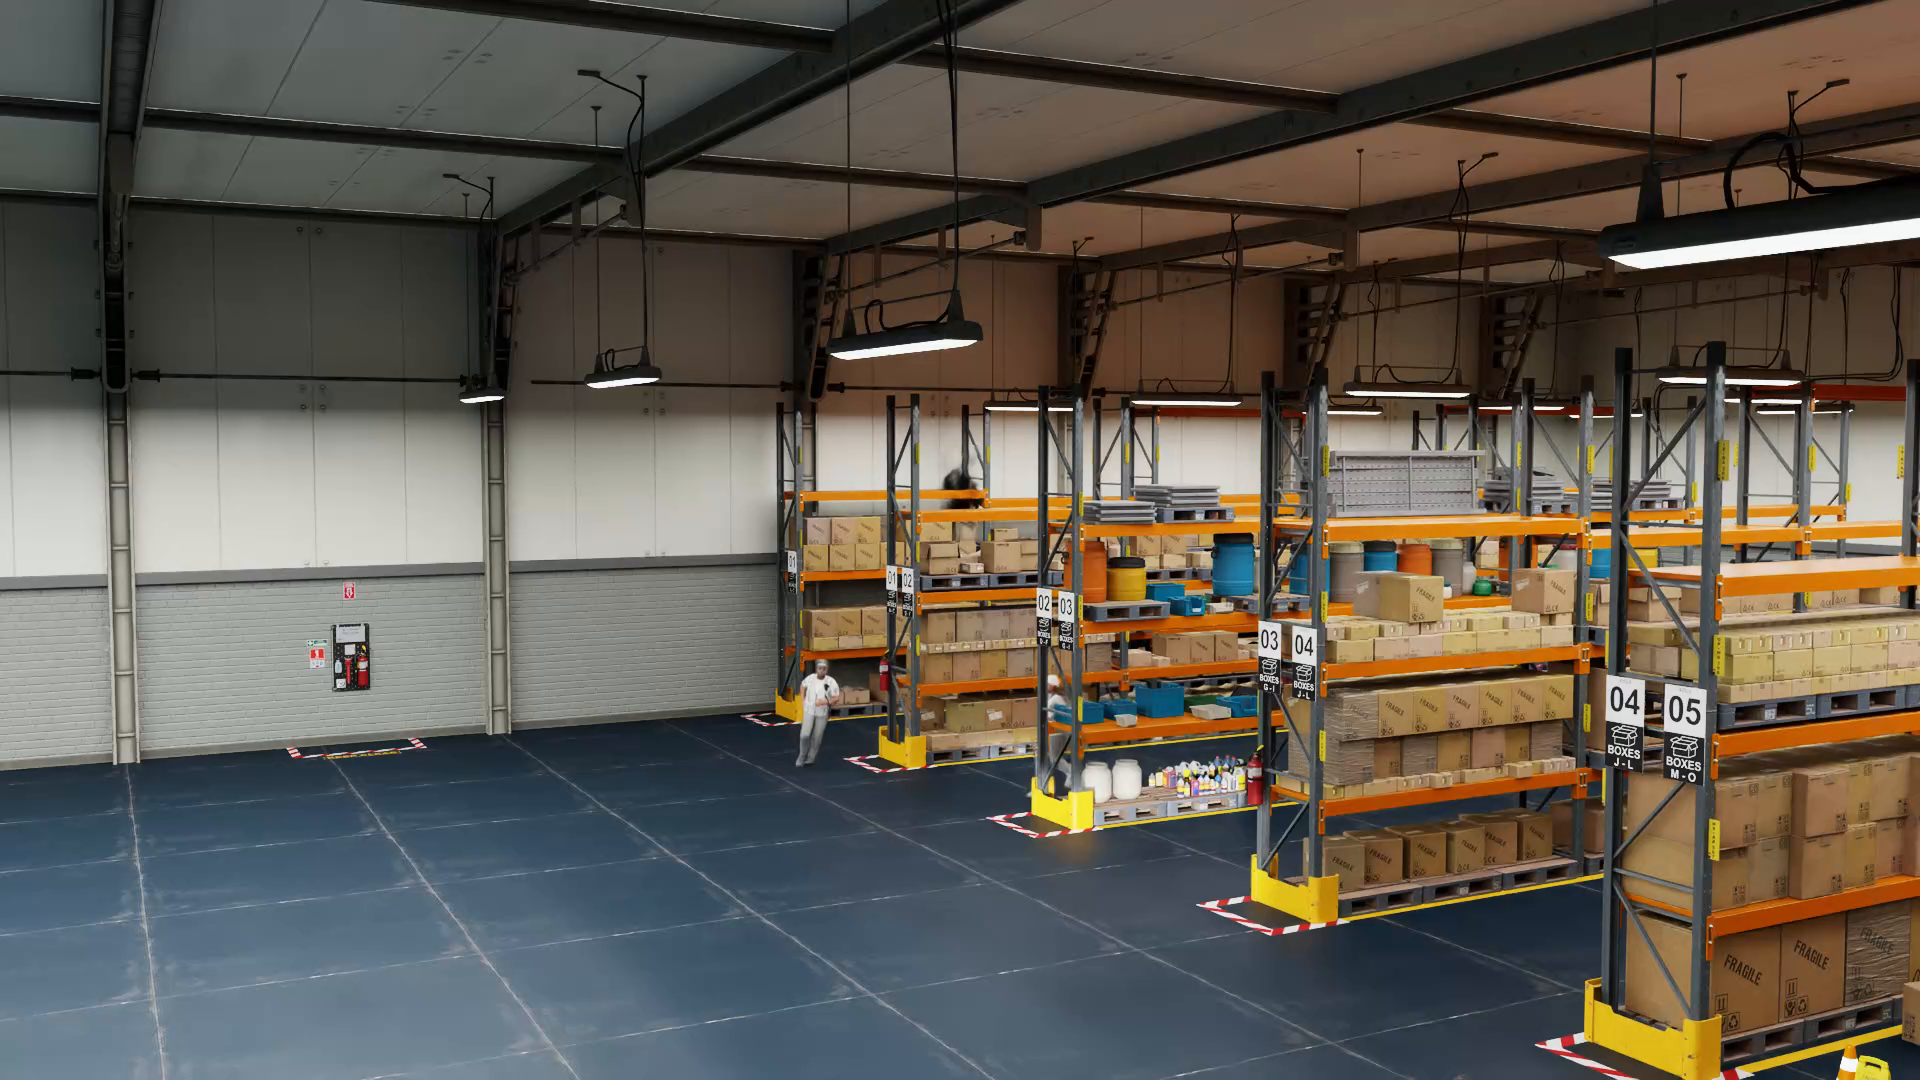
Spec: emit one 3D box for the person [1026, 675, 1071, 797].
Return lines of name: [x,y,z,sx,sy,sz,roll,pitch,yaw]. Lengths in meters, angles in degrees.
person: [1.390,2.887,24.636,0.890,1.787,0.648,-2,4,-30]

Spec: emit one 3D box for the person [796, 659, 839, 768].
person: [-2.289,2.786,26.742,0.710,1.773,0.671,0,3,1]
